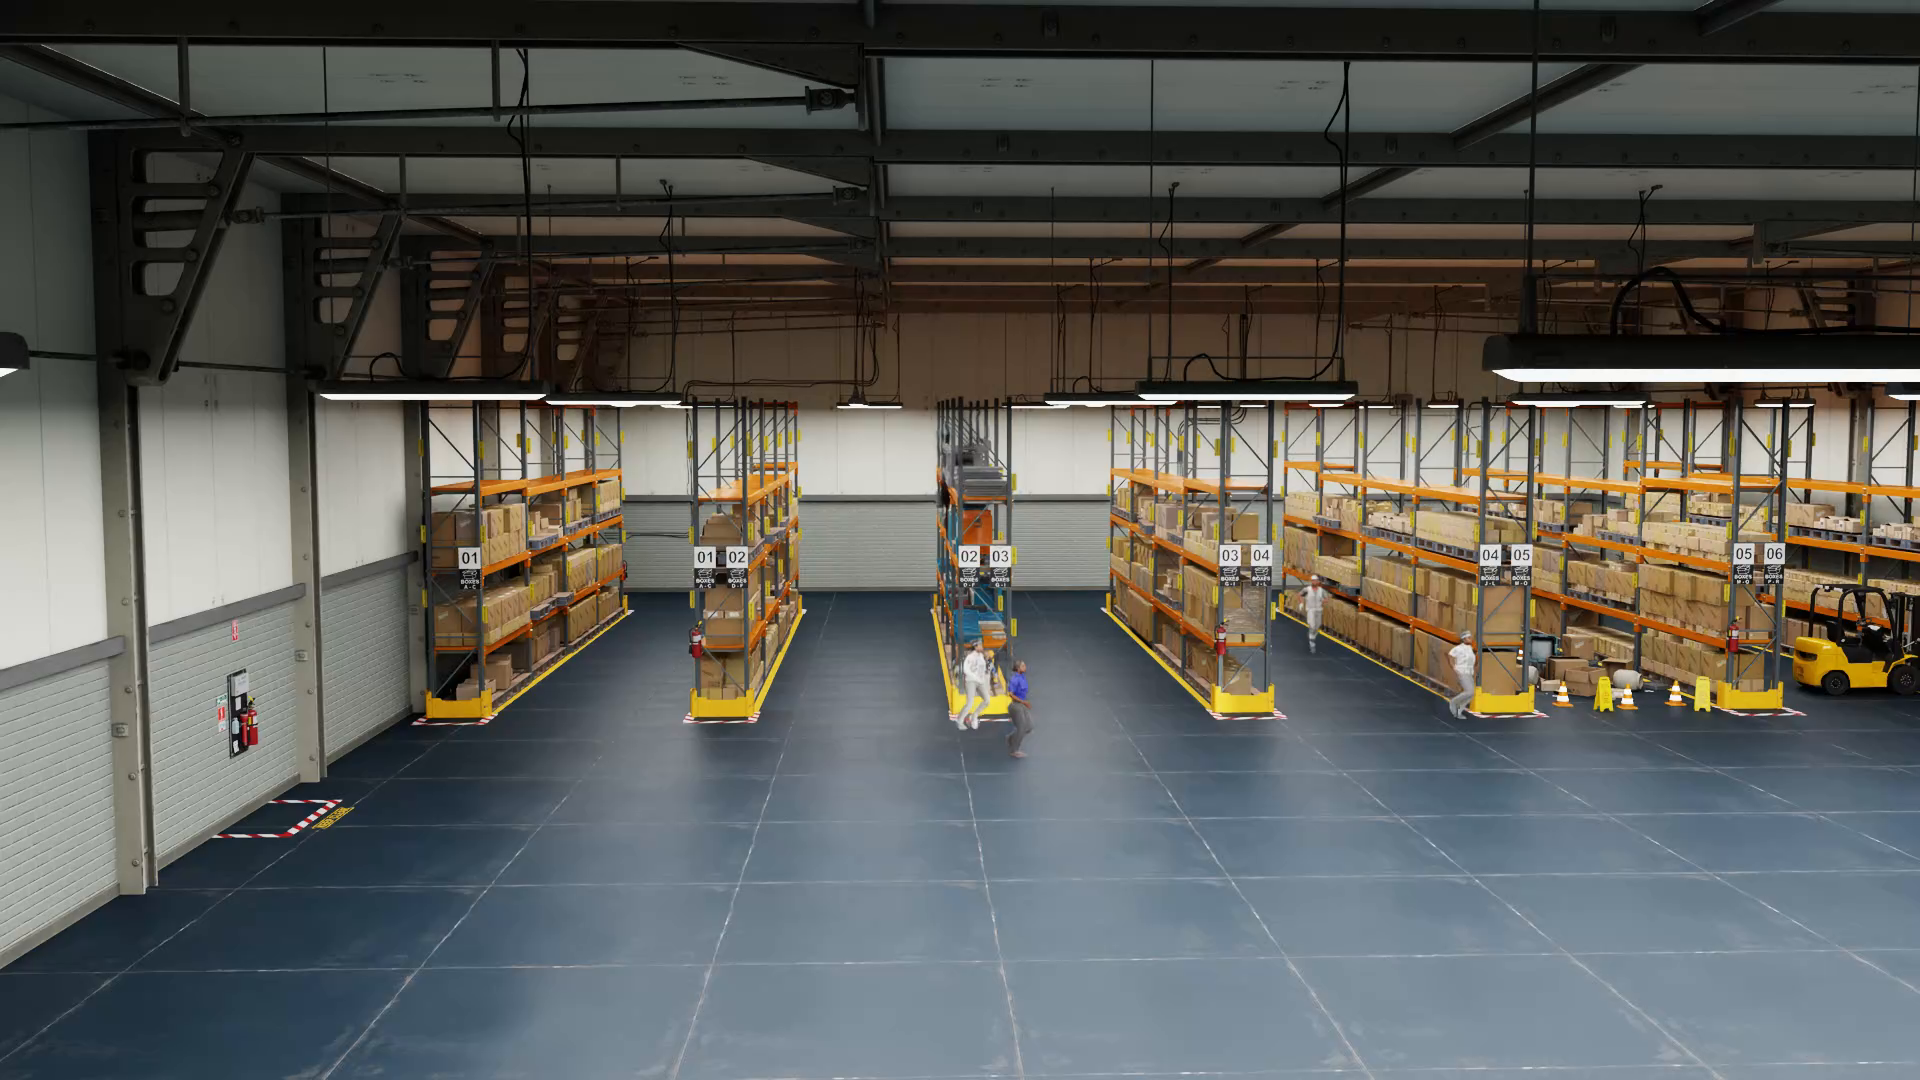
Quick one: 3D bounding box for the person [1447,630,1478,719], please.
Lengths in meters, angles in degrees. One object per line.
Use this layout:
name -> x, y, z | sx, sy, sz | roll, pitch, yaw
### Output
person -> 9.457, 2.515, 31.055 | 0.620, 1.633, 0.505 | -4, 6, -44

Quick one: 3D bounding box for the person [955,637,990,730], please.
person -> 0.296, 2.580, 30.028 | 0.603, 1.652, 0.676 | 4, 6, 39

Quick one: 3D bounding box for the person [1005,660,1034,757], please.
person -> 0.992, 2.788, 27.545 | 0.506, 1.618, 0.593 | 2, 5, 21

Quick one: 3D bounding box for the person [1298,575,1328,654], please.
person -> 8.447, 1.749, 39.717 | 0.649, 1.837, 0.835 | -1, 4, -7
